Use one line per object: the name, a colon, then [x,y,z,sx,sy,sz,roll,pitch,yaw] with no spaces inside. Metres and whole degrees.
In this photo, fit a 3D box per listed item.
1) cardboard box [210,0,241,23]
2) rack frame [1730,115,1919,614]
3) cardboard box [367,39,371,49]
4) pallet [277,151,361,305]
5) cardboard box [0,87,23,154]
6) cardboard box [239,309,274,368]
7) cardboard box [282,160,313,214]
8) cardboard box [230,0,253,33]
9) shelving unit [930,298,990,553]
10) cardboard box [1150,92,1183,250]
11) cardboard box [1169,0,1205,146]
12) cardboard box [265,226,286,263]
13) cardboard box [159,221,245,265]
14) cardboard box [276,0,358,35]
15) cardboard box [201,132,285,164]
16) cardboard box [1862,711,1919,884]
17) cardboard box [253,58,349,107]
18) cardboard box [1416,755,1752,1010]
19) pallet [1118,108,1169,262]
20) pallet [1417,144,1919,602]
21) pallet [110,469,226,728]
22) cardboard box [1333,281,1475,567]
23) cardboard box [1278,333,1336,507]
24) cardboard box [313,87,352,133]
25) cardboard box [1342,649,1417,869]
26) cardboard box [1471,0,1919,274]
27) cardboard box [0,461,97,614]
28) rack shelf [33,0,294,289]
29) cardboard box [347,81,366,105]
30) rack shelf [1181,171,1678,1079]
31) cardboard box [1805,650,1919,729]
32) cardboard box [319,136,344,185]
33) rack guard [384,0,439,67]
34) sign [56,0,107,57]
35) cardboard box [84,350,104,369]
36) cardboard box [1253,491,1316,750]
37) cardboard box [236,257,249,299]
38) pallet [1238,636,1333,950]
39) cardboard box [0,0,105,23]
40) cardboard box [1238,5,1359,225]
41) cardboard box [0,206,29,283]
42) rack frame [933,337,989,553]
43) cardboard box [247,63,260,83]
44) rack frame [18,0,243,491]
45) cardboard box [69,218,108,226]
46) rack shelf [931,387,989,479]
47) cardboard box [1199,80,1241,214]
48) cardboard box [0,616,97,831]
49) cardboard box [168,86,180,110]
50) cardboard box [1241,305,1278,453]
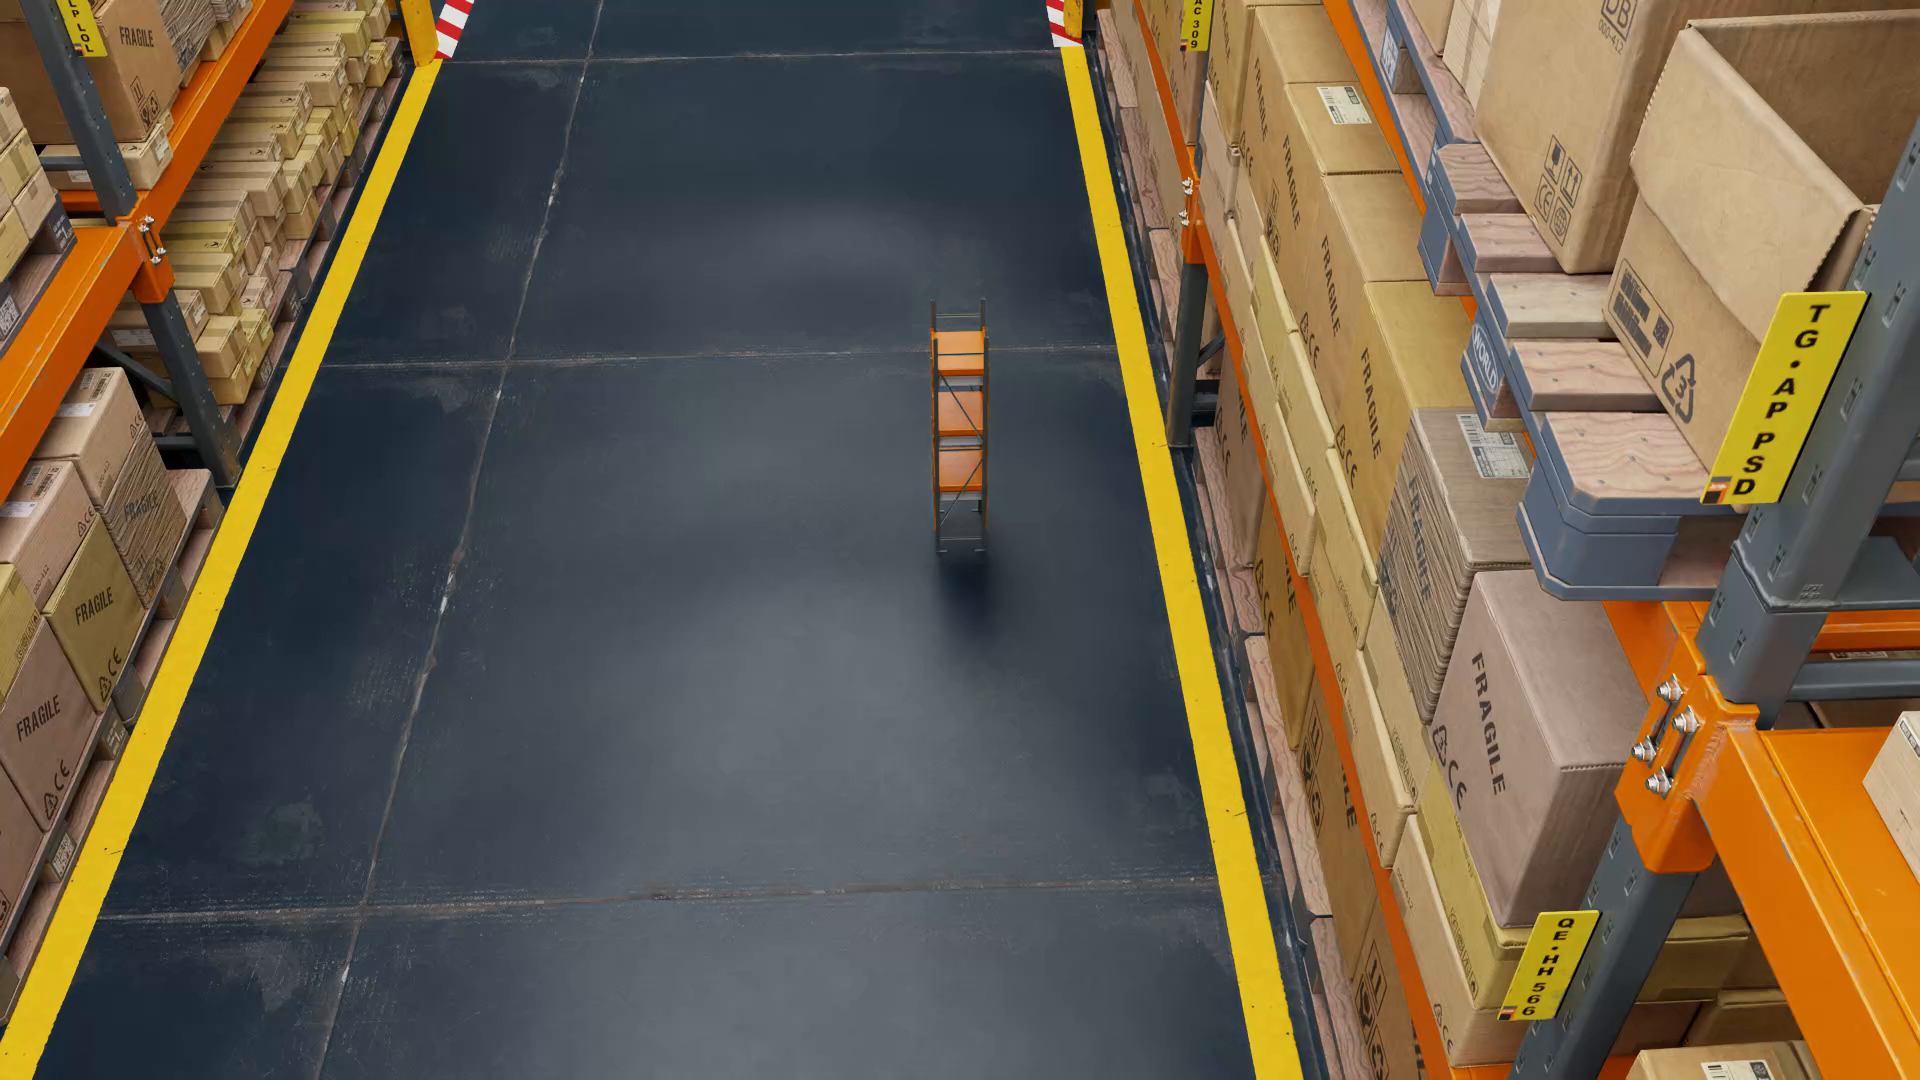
cardboard box: [-3.328,-2.507,6.971,0.500,0.500,0.500,-2,43,-3]
rack frame: [1.566,-1.065,1.252,1.000,3.000,0.127,-2,43,-2]
cardboard box: [-3.450,-2.731,9.089,0.380,0.149,0.250,-3,43,-3]
pallet: [-3.664,-1.594,8.332,1.003,0.211,1.213,-2,43,-2]
cardboard box: [-3.333,-1.360,5.448,0.380,0.149,0.250,0,43,0]
cardboard box: [-3.251,-0.882,7.292,0.380,0.149,0.250,0,43,-1]
cardboard box: [-3.332,-1.684,7.946,0.380,0.149,0.250,-2,43,-2]
cardboard box: [-3.335,-2.339,7.268,0.380,0.149,0.250,0,43,0]
shelving unit: [-0.002,-0.423,6.435,0.215,1.050,0.252,-2,43,-2]
cardboard box: [1.438,-1.795,8.074,0.875,0.438,0.875,-3,43,-3]
cardboard box: [1.121,-1.897,6.525,0.500,0.500,0.500,-1,43,-1]
cardboard box: [-3.420,-1.399,7.855,0.380,0.149,0.250,-3,43,-4]
cardboard box: [-3.365,-1.262,7.266,0.380,0.149,0.250,-2,43,-2]
cardboard box: [-3.486,-2.846,8.994,0.380,0.149,0.250,-1,43,-1]
cardboard box: [-3.422,-1.793,7.845,0.380,0.149,0.250,-3,43,-4]
cardboard box: [1.410,0.351,2.113,0.380,0.149,0.250,-2,43,-2]
cardboard box: [-3.333,-2.318,8.418,0.380,0.149,0.250,0,43,0]
cardboard box: [1.292,0.698,3.510,0.500,0.250,0.500,-2,43,-2]
pallet: [1.387,-1.867,8.631,1.003,0.211,1.213,-2,43,-2]
pallet: [1.486,-0.323,2.802,1.213,0.211,1.003,0,43,0]
pallet: [-3.510,0.210,6.365,1.003,0.211,1.213,-2,43,-2]
cardboard box: [1.238,-0.282,4.024,0.500,0.500,0.500,-2,43,-2]
cardboard box: [1.202,-0.344,4.646,0.500,0.250,0.500,-3,43,-3]
cardboard box: [-3.349,-2.209,8.519,0.380,0.149,0.250,-1,43,-1]
cardboard box: [1.248,0.523,4.070,0.500,0.250,0.500,-1,43,-1]
cardboard box: [1.334,-0.814,2.813,0.700,0.500,0.500,-4,43,-4]
cardboard box: [-3.252,-0.010,5.526,0.500,0.250,0.500,0,43,0]
rack shelf: [-3.630,-2.429,7.712,1.077,0.370,4.000,-2,43,-2]
cardboard box: [-3.447,-2.447,8.999,0.380,0.149,0.250,-2,43,-2]
rack shelf: [1.481,0.061,4.995,1.077,0.370,4.000,-2,43,-2]
cardboard box: [1.790,0.401,3.279,0.500,0.500,0.500,-3,43,-3]
cardboard box: [-3.358,-1.925,8.429,0.380,0.149,0.250,-1,43,-1]
rack guard: [-3.712,-3.071,9.731,1.175,0.500,0.348,-2,43,-2]
sign: [-2.991,-1.789,5.625,0.100,0.325,0.005,-2,43,-2]
cardboard box: [-3.902,-0.702,7.096,0.380,0.149,0.250,-1,43,-1]
cardboard box: [1.549,0.100,5.682,0.875,0.875,0.875,-1,43,-1]
cardboard box: [-3.387,-1.143,7.356,0.380,0.149,0.250,-2,43,-2]
pallet: [1.559,0.818,5.701,1.003,0.211,1.213,-2,43,-2]
cardboard box: [-3.321,-2.170,5.864,0.500,0.500,0.500,-1,43,-1]
cardboard box: [1.177,-1.311,5.147,0.500,0.500,0.500,-2,43,-2]
cardboard box: [-3.319,-0.968,5.461,0.380,0.149,0.250,-1,43,-2]
rack frame: [0.003,-0.341,6.345,0.200,1.050,0.008,-2,43,-2]
cardboard box: [-3.895,-2.547,8.888,0.380,0.149,0.250,-1,43,-1]
rack frame: [-3.545,-1.344,5.996,1.000,3.000,0.127,-2,43,-2]
cardboard box: [-3.821,-1.416,7.434,0.380,0.149,0.250,0,43,0]
rack shelf: [-0.002,-0.415,6.442,0.215,0.259,0.240,-2,43,-2]
cardboard box: [1.133,-1.378,5.774,0.500,0.250,0.500,-3,43,-3]
cardboard box: [-3.223,0.608,5.406,0.500,0.500,0.500,-3,43,-3]
cardboard box: [-3.379,-1.802,6.682,0.380,0.149,0.250,-3,43,-4]
cardboard box: [1.181,-0.498,5.185,0.500,0.250,0.500,-2,43,-2]
